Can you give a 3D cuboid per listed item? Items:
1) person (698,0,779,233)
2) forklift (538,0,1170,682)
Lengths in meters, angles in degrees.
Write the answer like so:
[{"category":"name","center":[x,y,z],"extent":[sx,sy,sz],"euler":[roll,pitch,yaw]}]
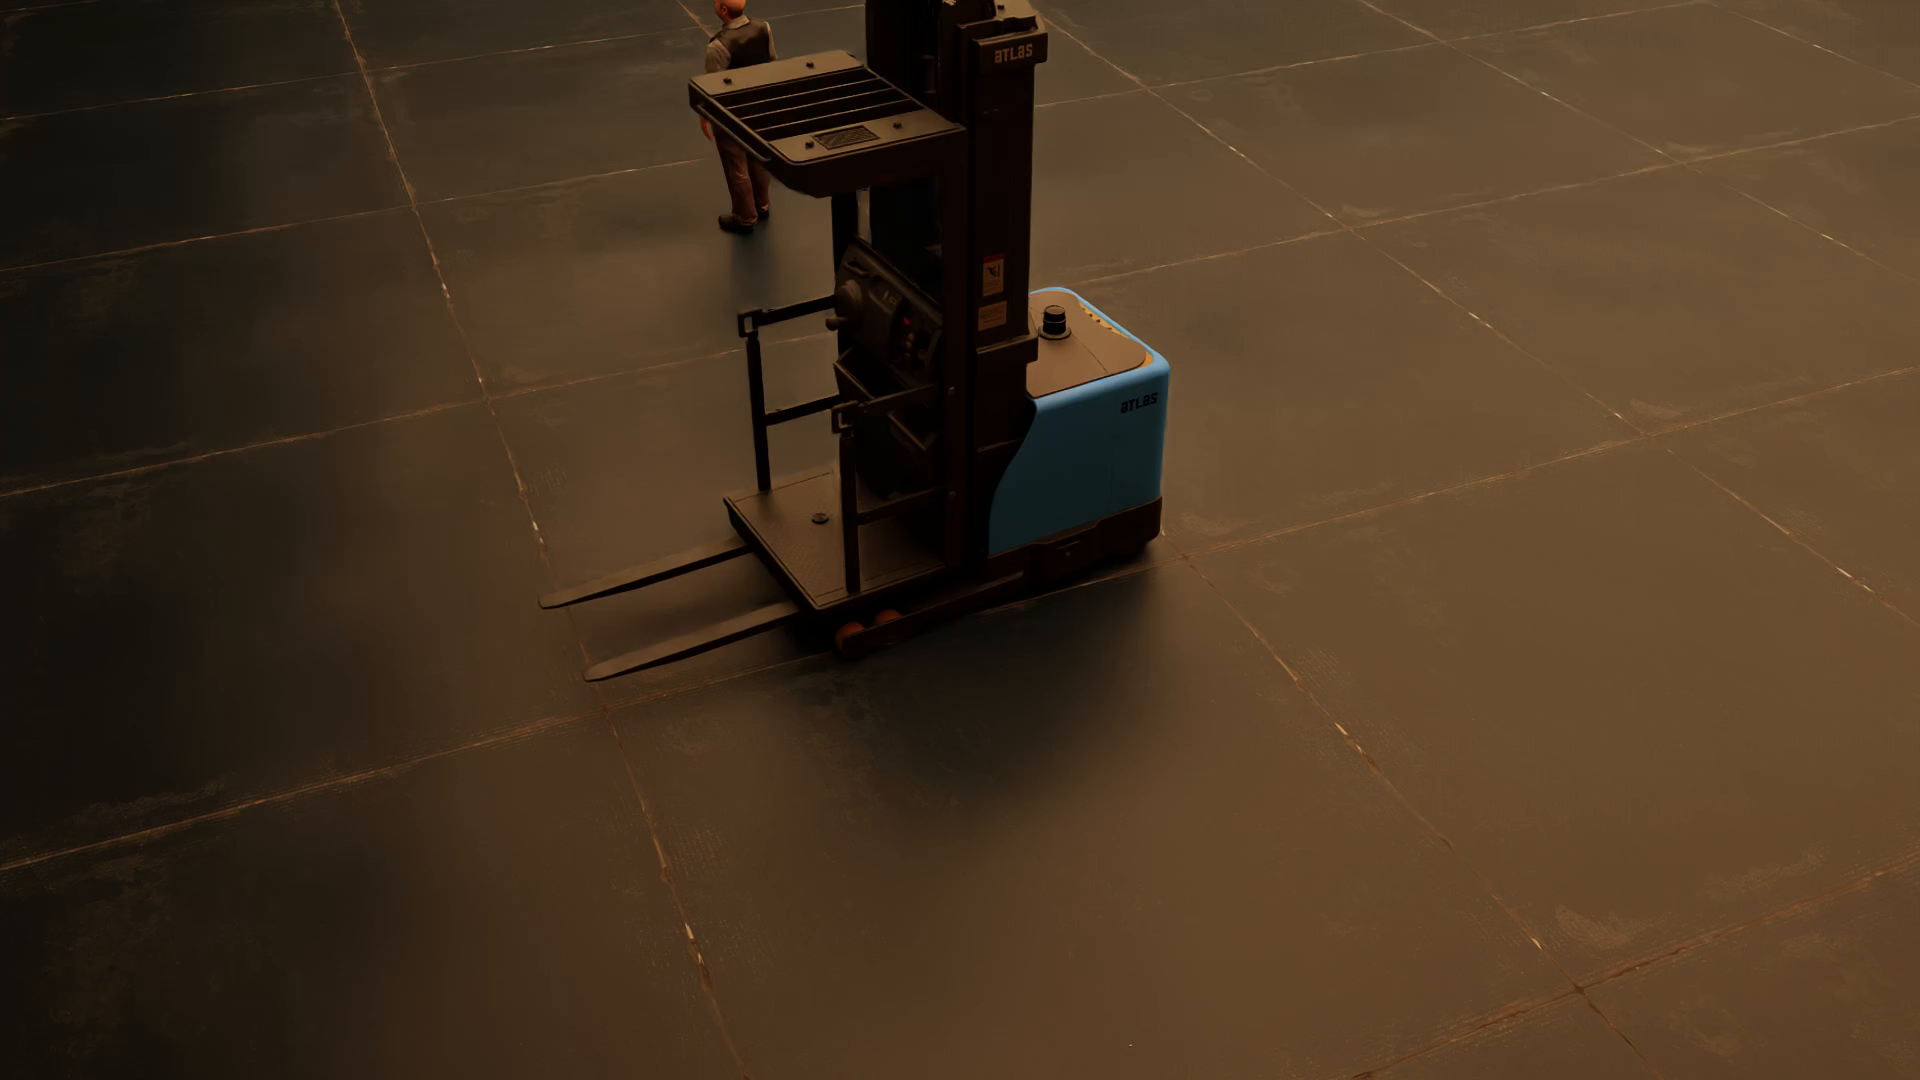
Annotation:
[{"category":"person","center":[-1.530,-2.910,11.222],"extent":[0.569,1.720,0.632],"euler":[29,44,34]},{"category":"forklift","center":[-0.509,-0.991,7.492],"extent":[3.031,2.935,1.130],"euler":[-18,39,-24]}]
